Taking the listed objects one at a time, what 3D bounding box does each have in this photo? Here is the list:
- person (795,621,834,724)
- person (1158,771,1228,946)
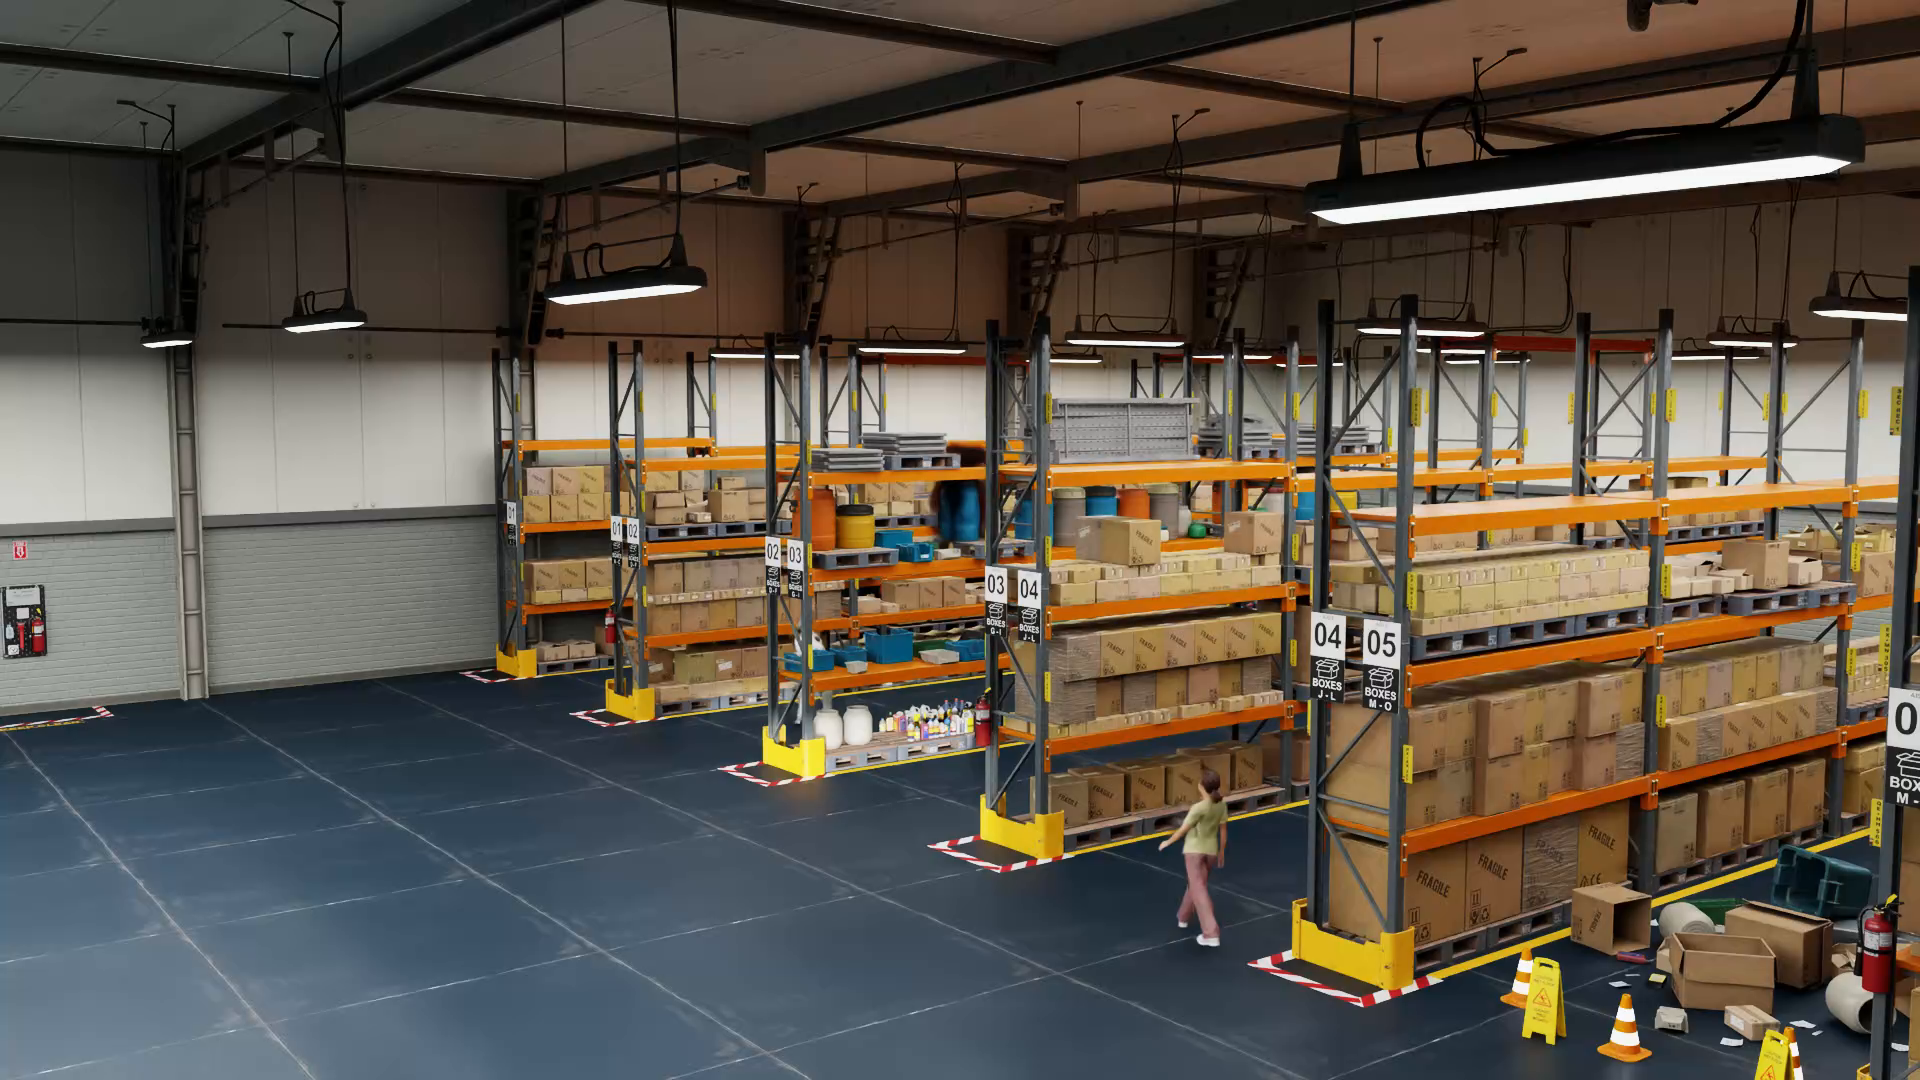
[{"bbox_3d":[-2.270,2.081,26.027,0.647,1.694,0.480,-2,6,-26],"label":"person"},{"bbox_3d":[2.233,2.965,15.761,0.585,1.607,1.005,-2,6,-24],"label":"person"}]
